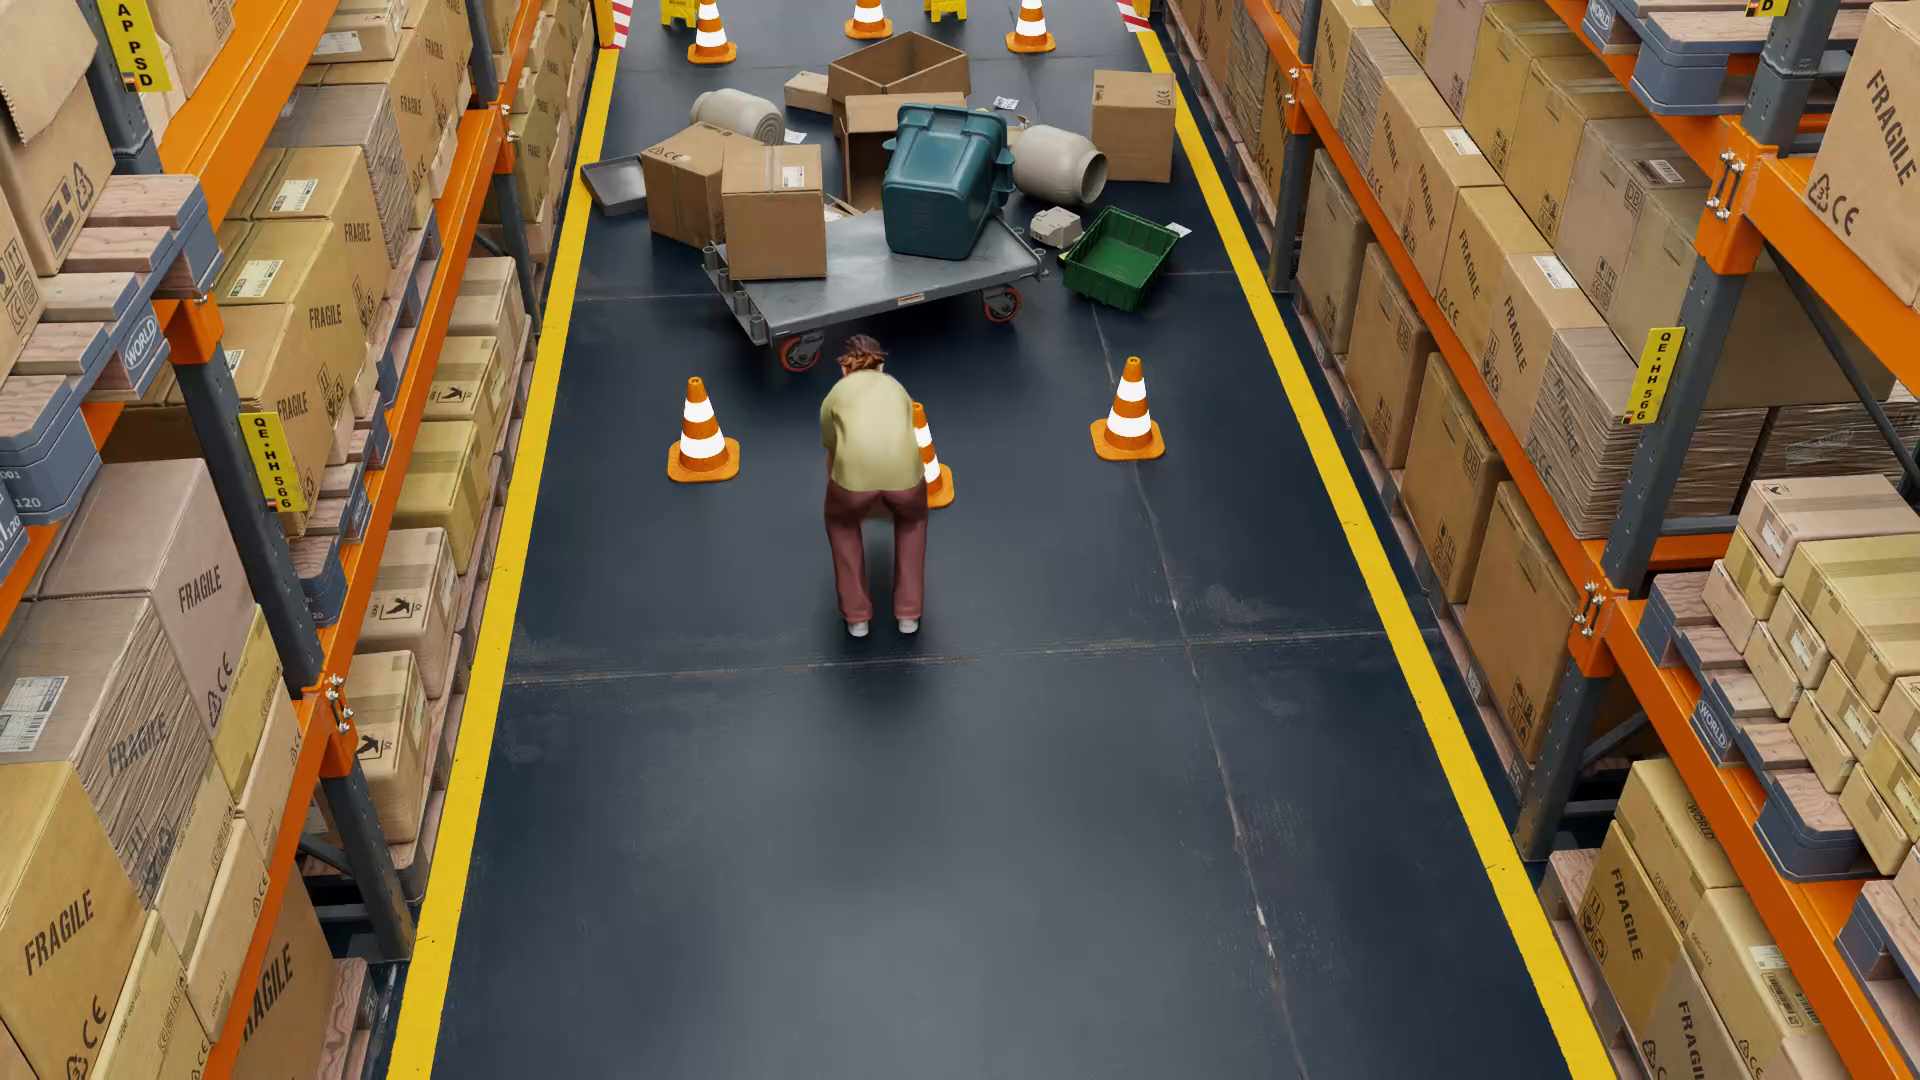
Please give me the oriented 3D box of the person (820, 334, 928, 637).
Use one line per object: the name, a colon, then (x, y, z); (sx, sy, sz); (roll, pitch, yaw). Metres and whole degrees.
person: (-0.359, -0.236, 6.913); (0.429, 1.084, 0.873); (-4, 39, -5)
